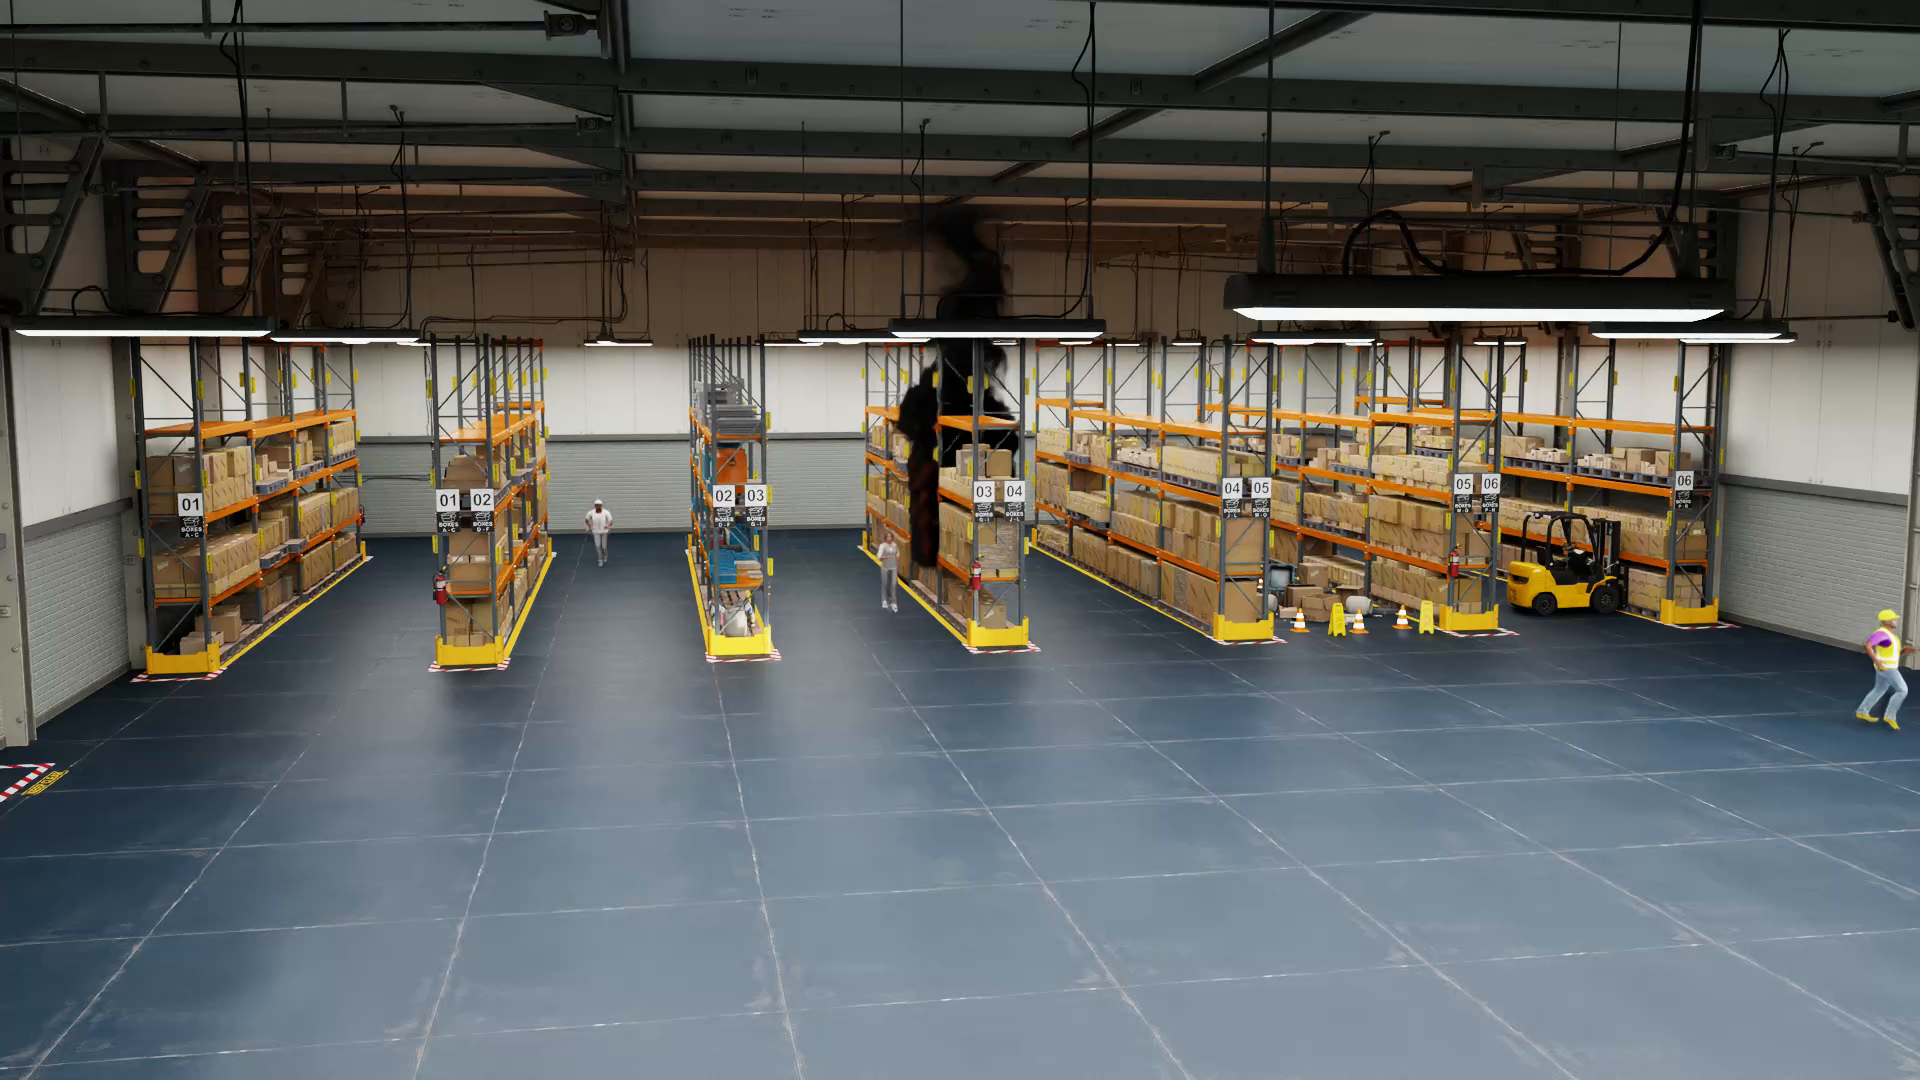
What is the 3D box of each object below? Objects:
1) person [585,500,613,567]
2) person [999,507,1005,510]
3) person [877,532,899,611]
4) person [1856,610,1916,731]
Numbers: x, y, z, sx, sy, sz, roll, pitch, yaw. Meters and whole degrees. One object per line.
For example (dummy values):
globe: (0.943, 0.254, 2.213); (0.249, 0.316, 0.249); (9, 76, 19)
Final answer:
person: (-9.560, -0.196, 44.076); (0.712, 1.757, 0.803); (-1, 7, -12)
person: (1.237, -0.473, 46.582); (0.747, 1.790, 0.723); (-1, 7, -6)
person: (-1.477, 0.633, 34.732); (0.532, 1.621, 0.744); (-2, 7, -16)
person: (14.046, 1.969, 25.204); (0.750, 1.823, 0.669); (3, 7, 28)
